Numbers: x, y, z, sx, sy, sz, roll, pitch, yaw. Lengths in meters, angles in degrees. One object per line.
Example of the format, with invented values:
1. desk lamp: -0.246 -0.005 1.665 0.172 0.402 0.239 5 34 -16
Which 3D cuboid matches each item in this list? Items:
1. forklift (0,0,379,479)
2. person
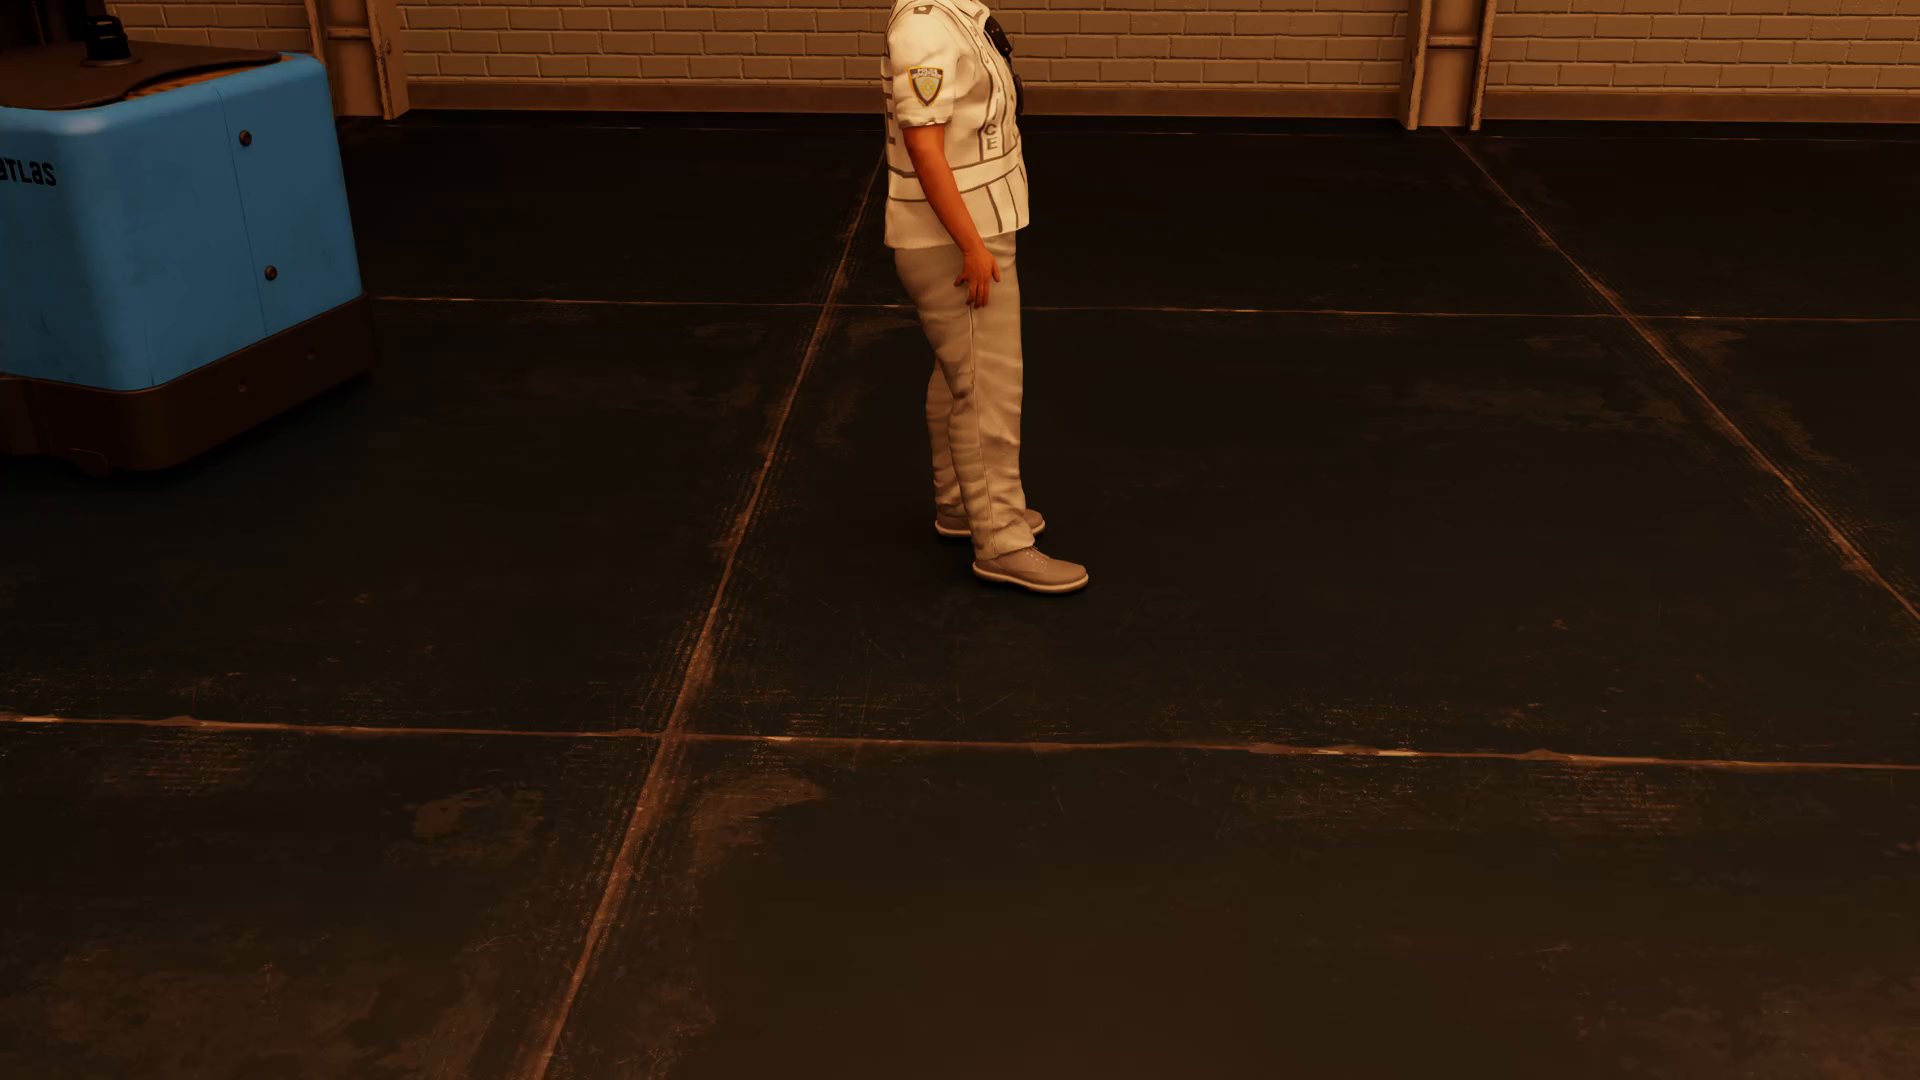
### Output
1. forklift: -3.515 -1.886 5.031 3.031 2.935 1.130 9 28 18
2. person: 0.075 -0.743 4.126 0.529 1.670 0.599 1 26 2
